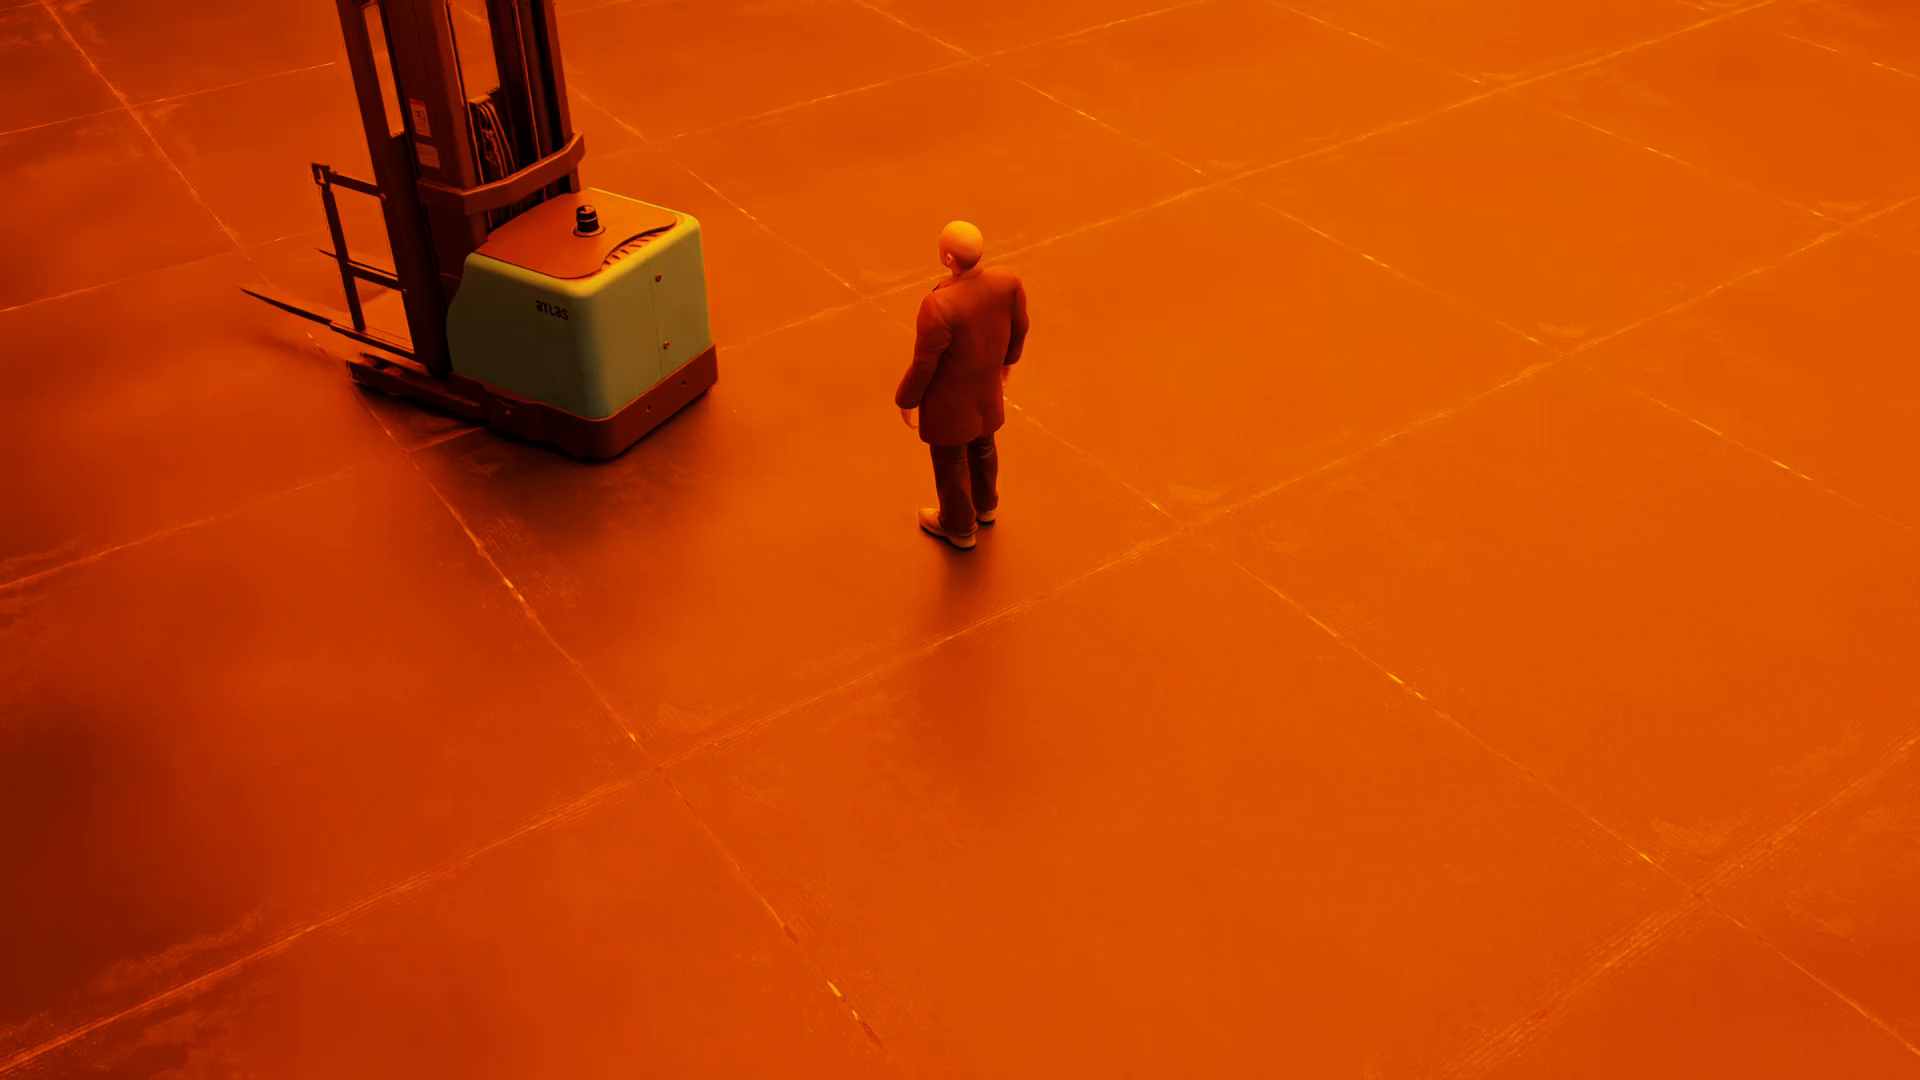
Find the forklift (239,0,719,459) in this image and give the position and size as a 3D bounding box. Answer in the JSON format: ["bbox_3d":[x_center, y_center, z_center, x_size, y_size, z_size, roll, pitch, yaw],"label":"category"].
[{"bbox_3d":[-2.917,-2.256,8.996,3.031,2.935,1.130,19,41,24],"label":"forklift"}]

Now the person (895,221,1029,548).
[{"bbox_3d":[-0.048,-0.766,7.939,0.696,1.776,0.582,-23,42,-28],"label":"person"}]
